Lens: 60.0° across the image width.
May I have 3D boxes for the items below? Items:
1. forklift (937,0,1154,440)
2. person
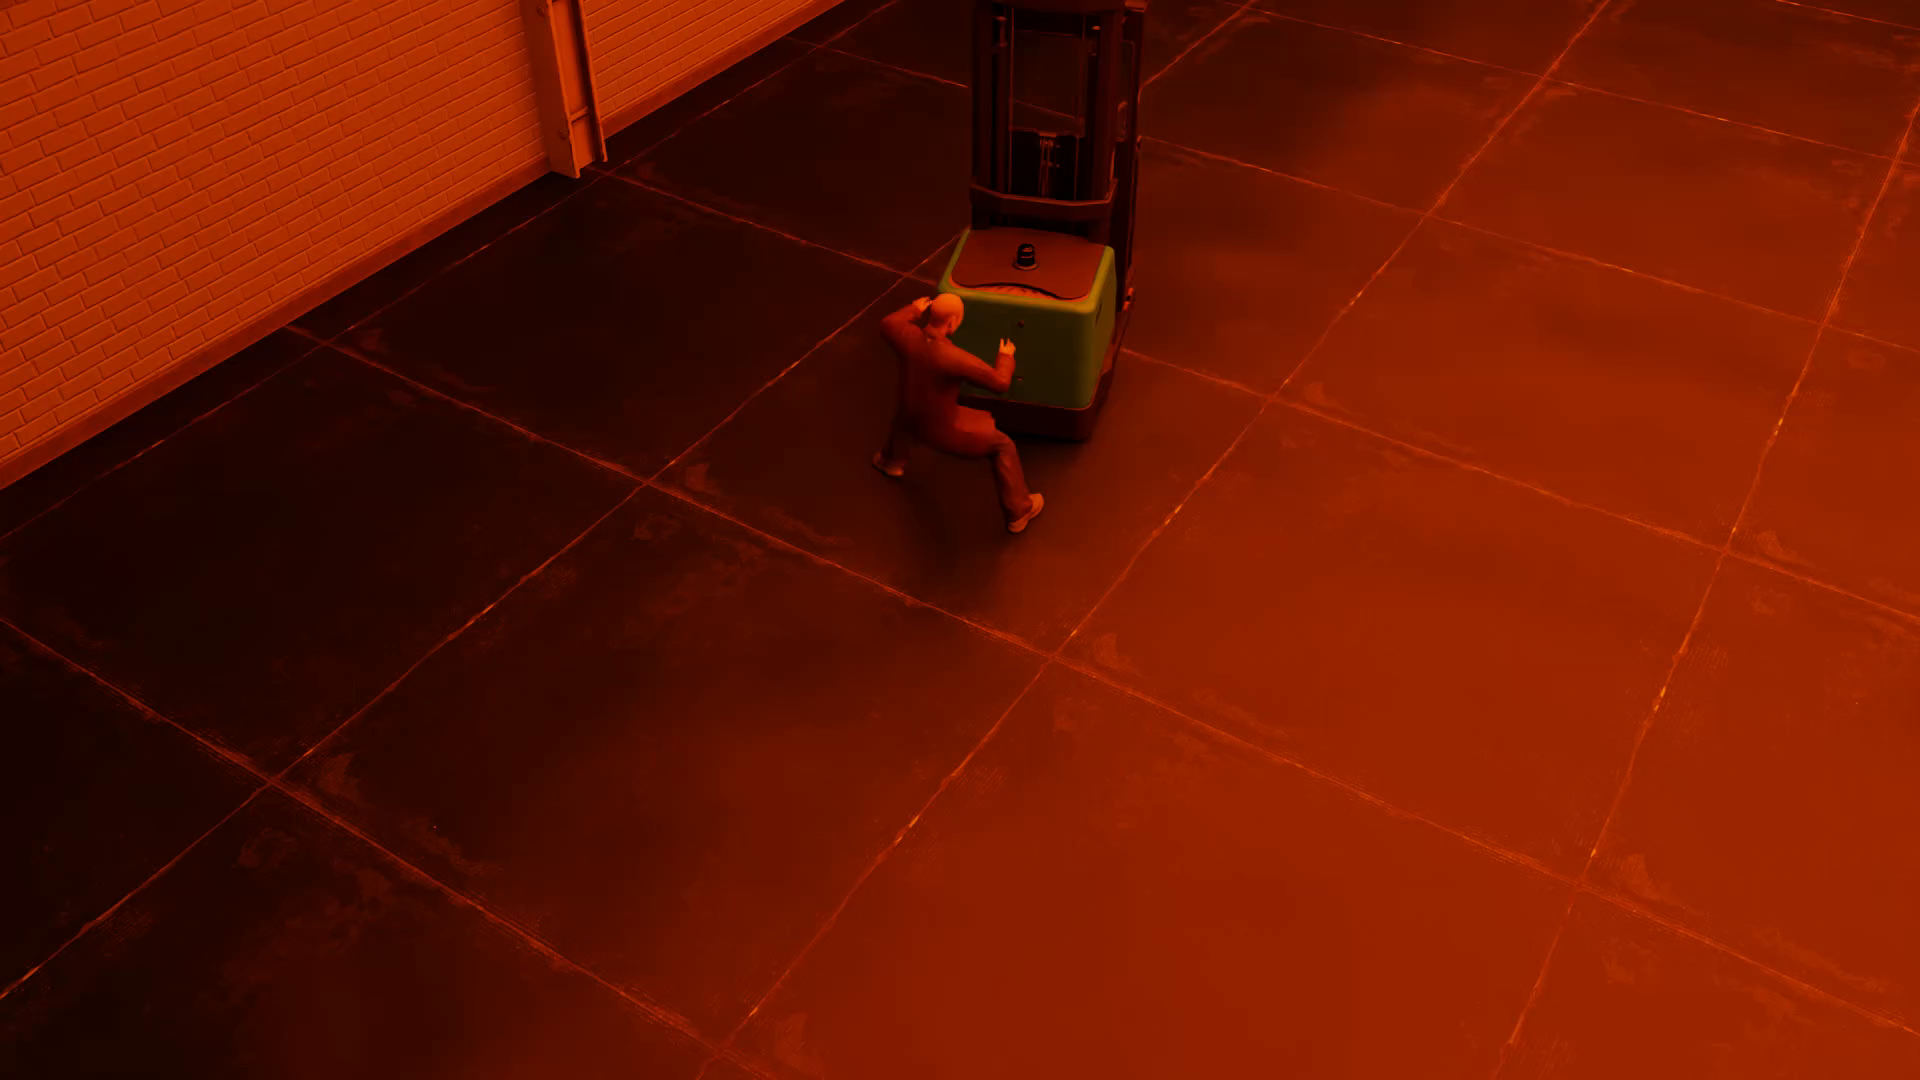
[{"bbox_3d":[0.678,-2.736,11.196,1.130,2.935,3.031,9,41,10],"label":"forklift"},{"bbox_3d":[-0.061,-0.887,10.092,1.177,1.534,0.739,31,49,31],"label":"person"}]
